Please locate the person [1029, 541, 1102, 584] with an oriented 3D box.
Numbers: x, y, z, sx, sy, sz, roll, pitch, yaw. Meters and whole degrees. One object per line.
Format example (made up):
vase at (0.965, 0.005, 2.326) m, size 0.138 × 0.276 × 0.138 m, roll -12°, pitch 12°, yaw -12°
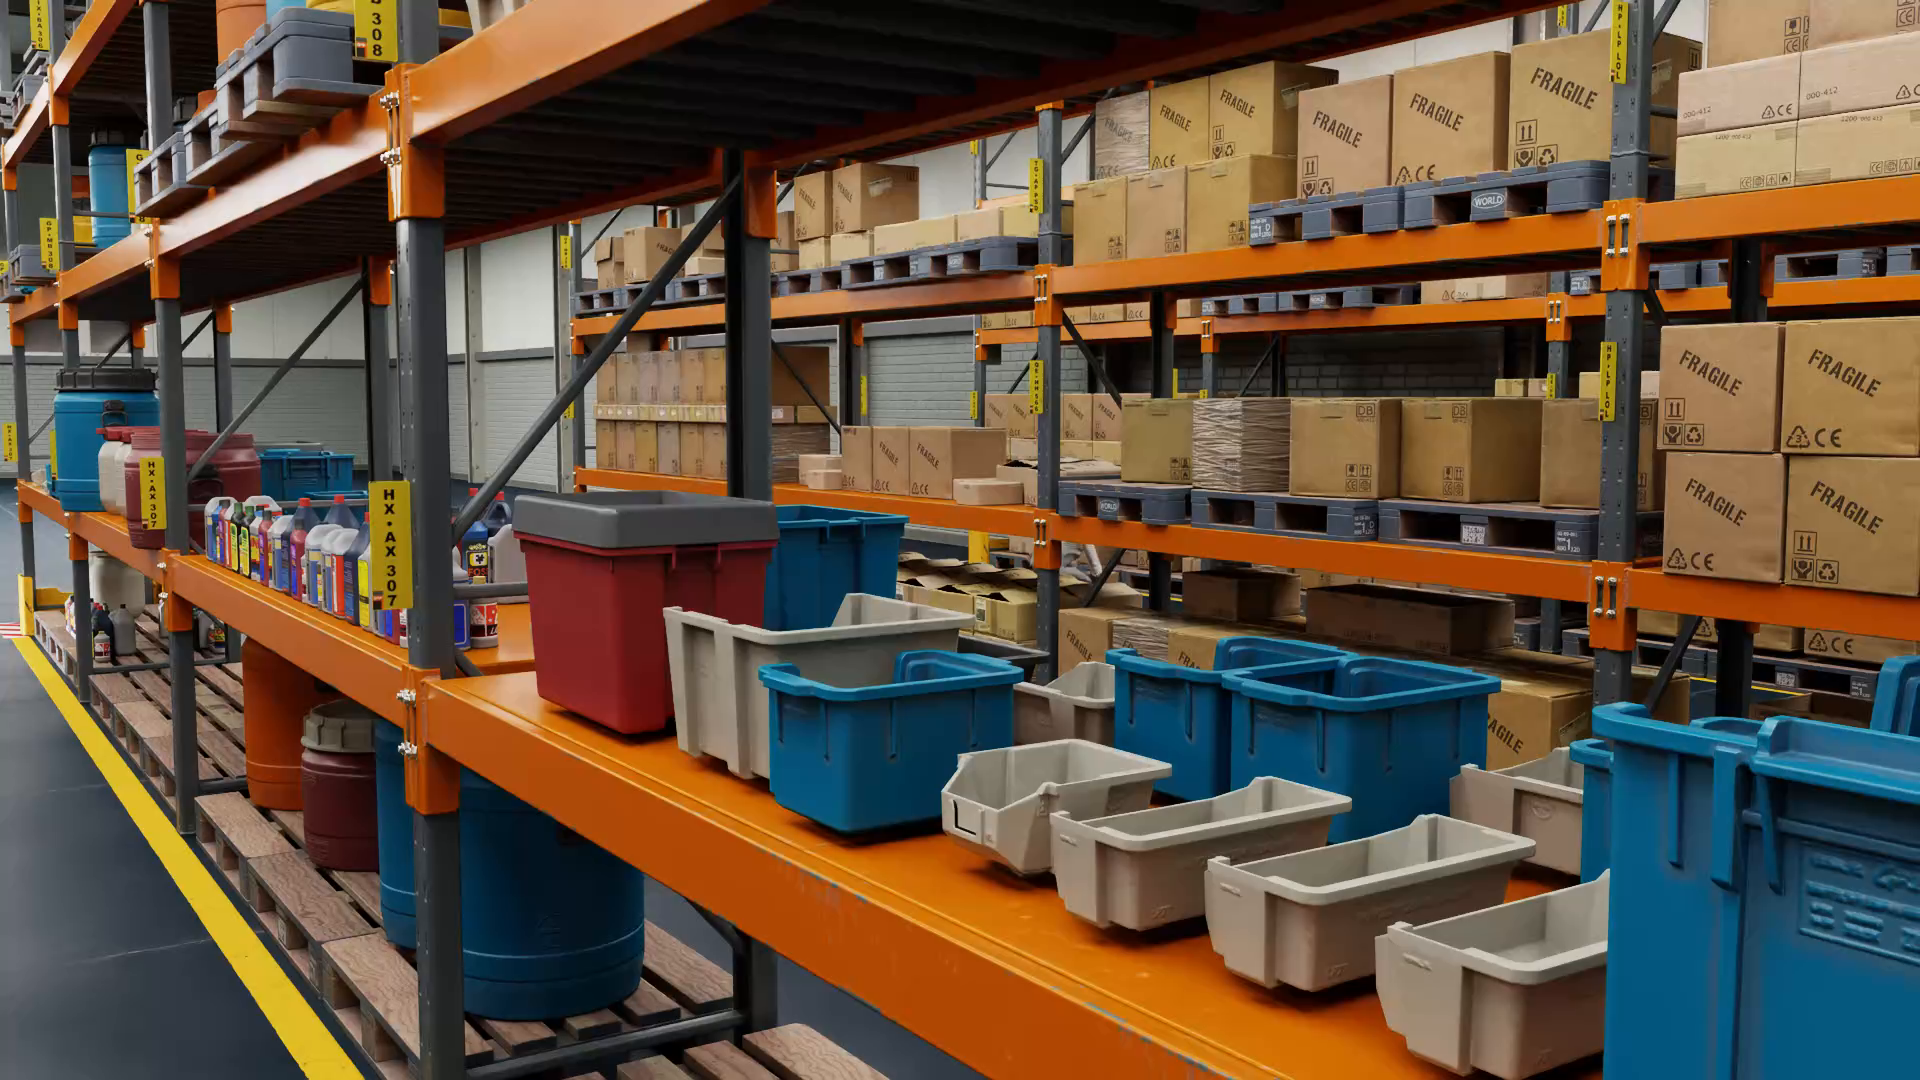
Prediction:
person at (0.947, 0.276, 14.788) m, size 0.767 × 0.966 × 0.454 m, roll -3°, pitch 6°, yaw -34°
